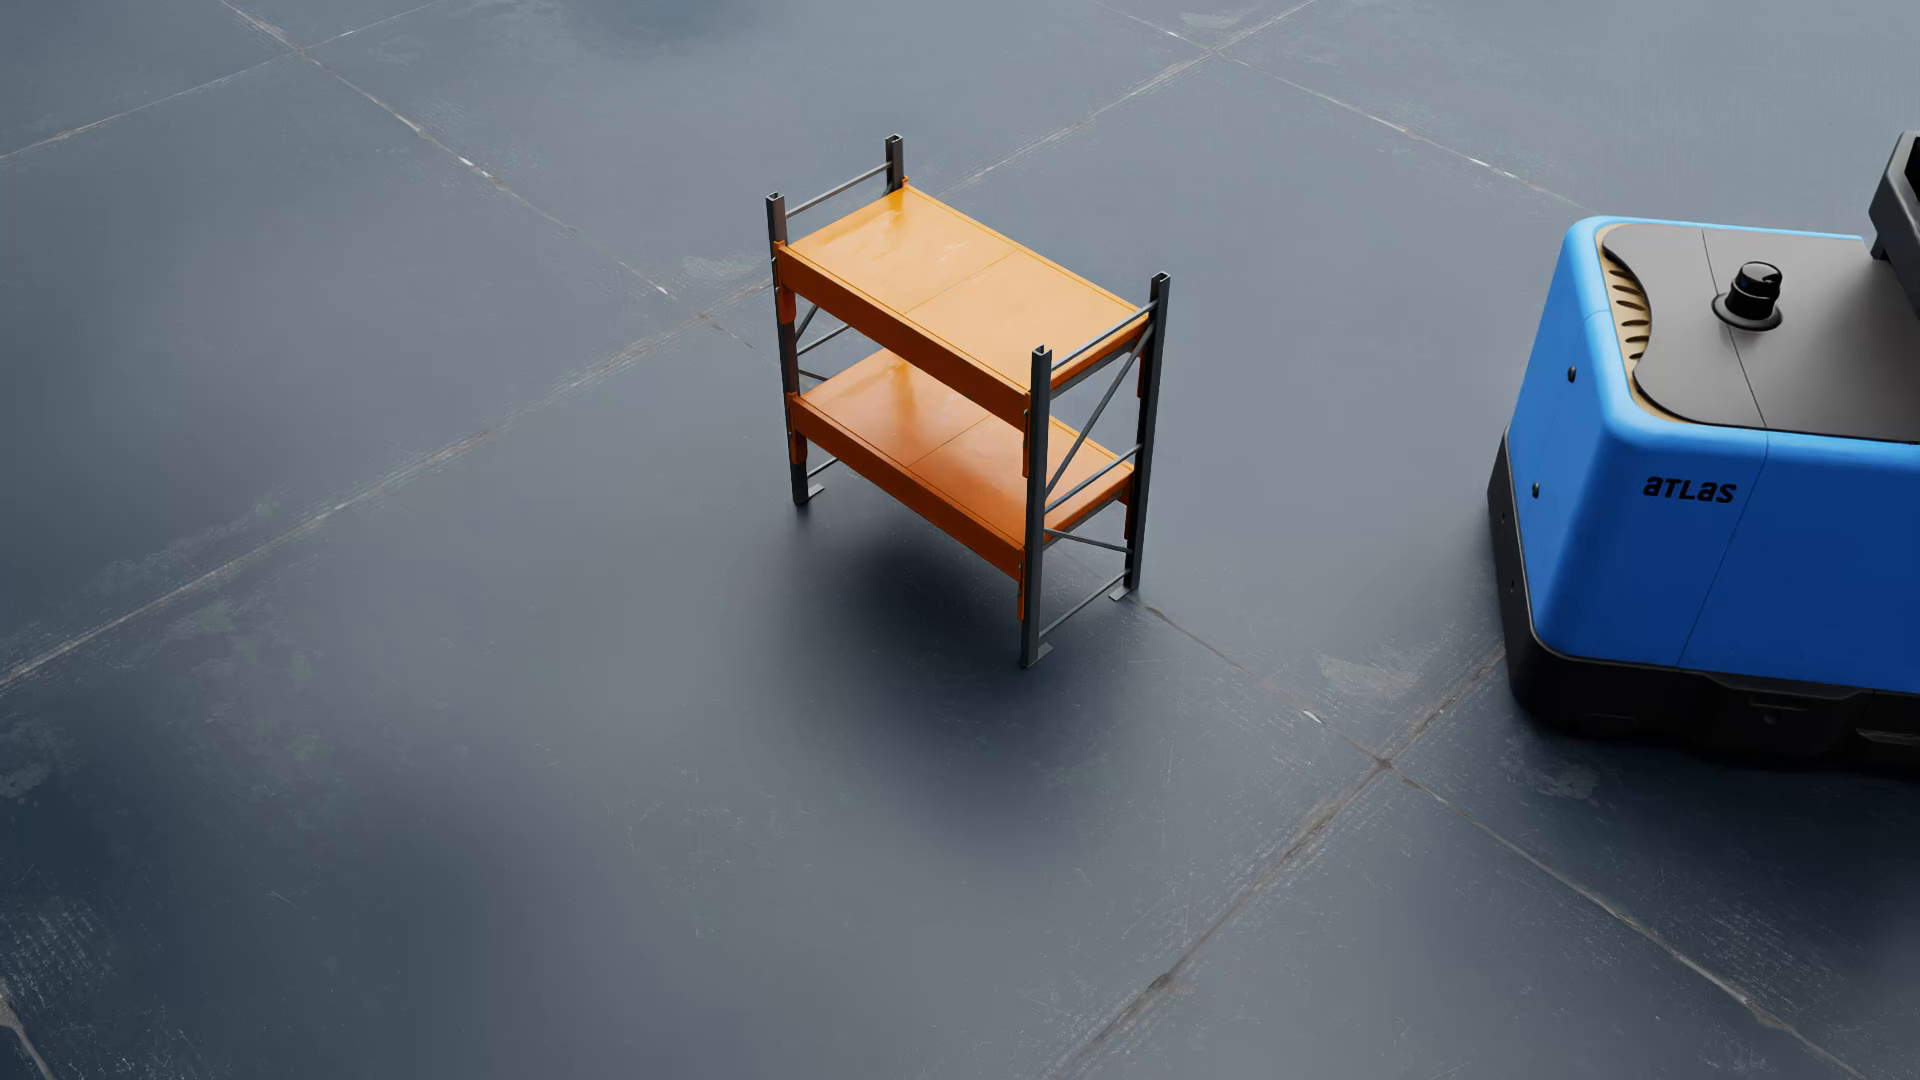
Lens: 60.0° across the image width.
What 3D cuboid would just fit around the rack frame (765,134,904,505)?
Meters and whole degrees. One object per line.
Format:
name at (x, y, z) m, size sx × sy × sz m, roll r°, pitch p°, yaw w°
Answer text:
rack frame at (-0.354, -0.654, 5.129) m, size 0.500 × 1.125 × 0.032 m, roll -34°, pitch 53°, yaw -31°

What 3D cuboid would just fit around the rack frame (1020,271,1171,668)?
rack frame at (0.364, -0.166, 4.600) m, size 0.500 × 1.125 × 0.032 m, roll -34°, pitch 53°, yaw -31°

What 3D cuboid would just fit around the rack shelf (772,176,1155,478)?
rack shelf at (0.005, -0.625, 4.666) m, size 0.538 × 0.278 × 1.000 m, roll -34°, pitch 53°, yaw -31°

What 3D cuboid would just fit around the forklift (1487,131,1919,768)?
forklift at (3.115, -0.733, 3.884) m, size 3.031 × 2.935 × 1.130 m, roll 6°, pitch 43°, yaw 6°

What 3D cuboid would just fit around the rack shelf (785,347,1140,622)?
rack shelf at (0.005, -0.230, 5.031) m, size 0.538 × 0.278 × 1.000 m, roll -34°, pitch 53°, yaw -31°

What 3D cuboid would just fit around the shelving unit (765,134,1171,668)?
shelving unit at (0.005, -0.410, 4.865) m, size 0.538 × 1.125 × 1.048 m, roll -34°, pitch 53°, yaw -31°
